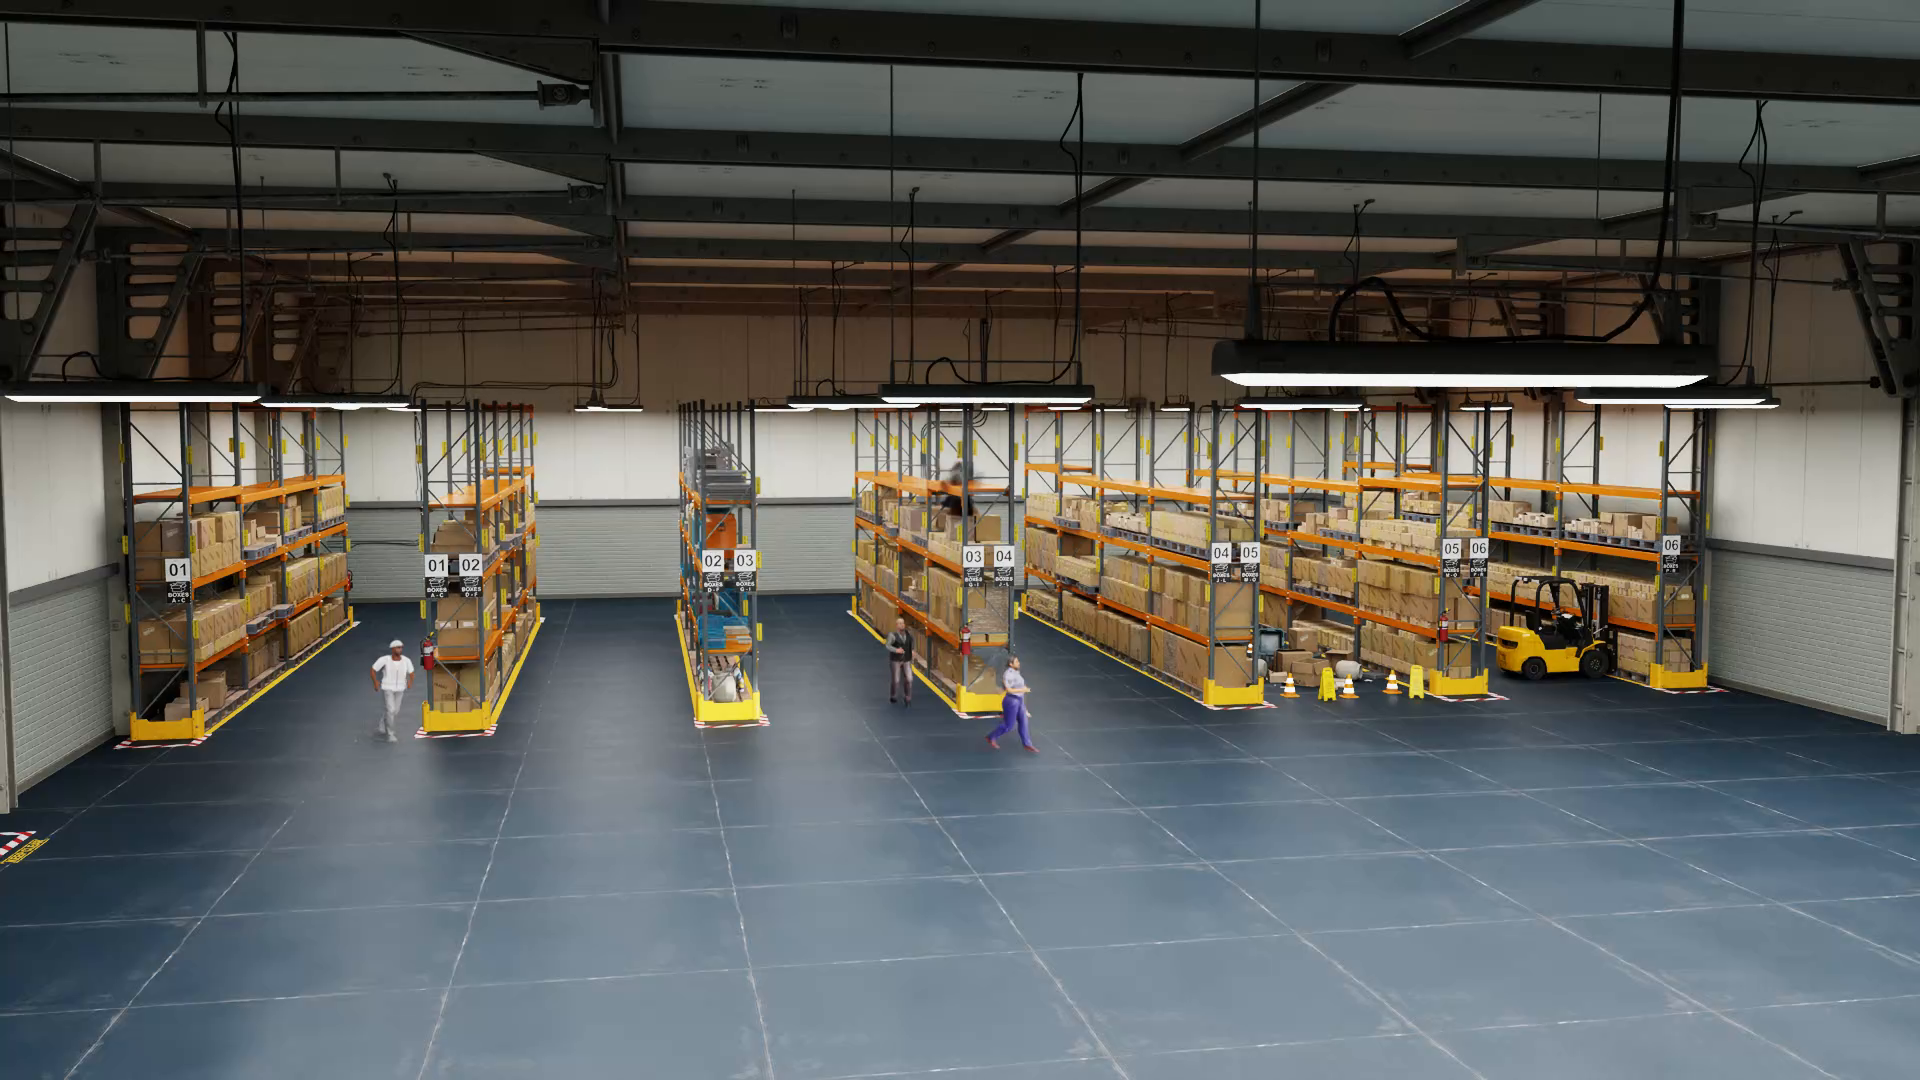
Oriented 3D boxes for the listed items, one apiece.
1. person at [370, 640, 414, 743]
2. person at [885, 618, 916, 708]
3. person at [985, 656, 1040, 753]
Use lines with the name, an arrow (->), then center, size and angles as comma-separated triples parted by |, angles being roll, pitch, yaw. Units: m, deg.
person -> -10.009, 2.646, 29.399 | 0.737, 1.748, 0.779 | -4, 6, -41
person -> -1.149, 2.428, 32.560 | 0.675, 1.798, 0.748 | -2, 5, -21
person -> 0.881, 2.773, 28.046 | 0.925, 1.655, 0.608 | 1, 4, 16
